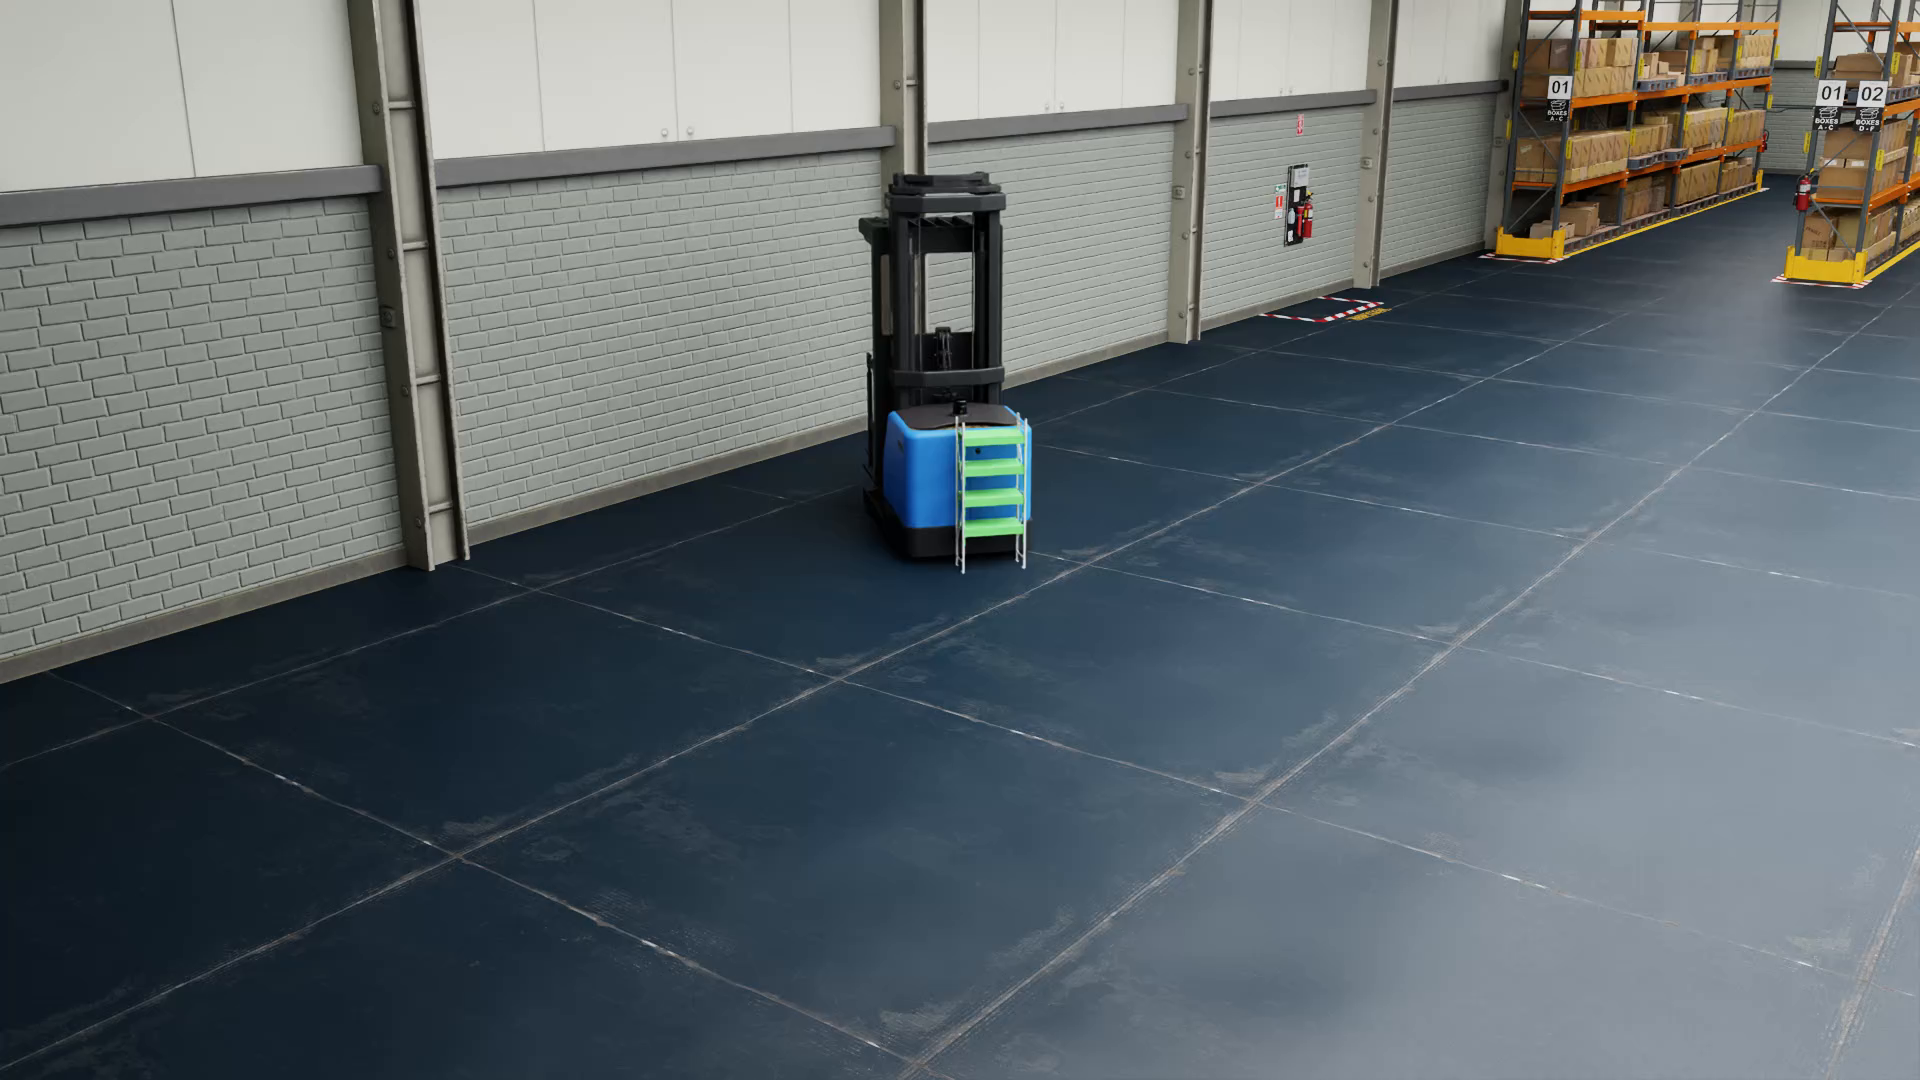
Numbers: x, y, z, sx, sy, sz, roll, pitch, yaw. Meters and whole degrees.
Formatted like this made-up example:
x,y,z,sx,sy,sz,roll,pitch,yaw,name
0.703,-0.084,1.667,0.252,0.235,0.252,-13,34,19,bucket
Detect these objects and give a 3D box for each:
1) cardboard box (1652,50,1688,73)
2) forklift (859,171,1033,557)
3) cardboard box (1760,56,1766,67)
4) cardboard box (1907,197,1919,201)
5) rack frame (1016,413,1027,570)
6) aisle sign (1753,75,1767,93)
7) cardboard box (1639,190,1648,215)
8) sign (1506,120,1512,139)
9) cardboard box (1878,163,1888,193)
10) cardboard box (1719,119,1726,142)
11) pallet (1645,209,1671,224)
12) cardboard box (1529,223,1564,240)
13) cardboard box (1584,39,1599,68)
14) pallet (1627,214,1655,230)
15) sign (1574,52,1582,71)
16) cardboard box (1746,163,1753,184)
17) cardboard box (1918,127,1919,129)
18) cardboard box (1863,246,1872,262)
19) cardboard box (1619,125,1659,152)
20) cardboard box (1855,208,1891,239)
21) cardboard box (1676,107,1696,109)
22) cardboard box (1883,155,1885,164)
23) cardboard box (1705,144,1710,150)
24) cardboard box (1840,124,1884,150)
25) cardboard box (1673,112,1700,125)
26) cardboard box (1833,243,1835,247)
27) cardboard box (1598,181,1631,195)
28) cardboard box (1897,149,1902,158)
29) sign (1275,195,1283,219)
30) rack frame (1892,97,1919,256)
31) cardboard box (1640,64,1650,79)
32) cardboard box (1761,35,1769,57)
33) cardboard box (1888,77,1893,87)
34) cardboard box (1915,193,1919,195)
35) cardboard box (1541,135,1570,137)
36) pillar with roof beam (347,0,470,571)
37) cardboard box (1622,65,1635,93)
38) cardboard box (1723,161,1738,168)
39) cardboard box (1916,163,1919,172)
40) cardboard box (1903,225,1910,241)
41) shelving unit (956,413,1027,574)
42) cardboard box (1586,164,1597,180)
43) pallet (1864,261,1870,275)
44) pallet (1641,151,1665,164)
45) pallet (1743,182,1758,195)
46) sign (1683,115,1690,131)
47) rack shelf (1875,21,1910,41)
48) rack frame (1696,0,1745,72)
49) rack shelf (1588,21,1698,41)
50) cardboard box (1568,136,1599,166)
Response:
x,y,z,sx,sy,sz,roll,pitch,yaw,name
15.437,-10.380,36.143,0.700,0.500,0.500,11,20,30,cardboard box
-0.241,-1.659,14.143,1.130,2.935,3.031,-4,18,-12,forklift
19.434,-11.735,40.794,0.500,0.250,0.500,11,21,33,cardboard box
19.066,-6.679,33.175,0.500,0.311,0.500,13,22,36,cardboard box
0.477,-0.376,12.931,0.015,1.200,0.240,-4,18,-12,rack frame
20.250,-11.677,41.906,0.394,0.787,0.004,12,21,35,aisle sign
14.139,-7.176,35.268,0.700,0.500,0.500,12,21,34,cardboard box
9.999,-7.468,30.248,0.100,0.325,0.005,12,21,35,sign
15.622,-6.312,28.844,0.700,0.500,0.500,13,22,36,cardboard box
17.510,-9.564,38.779,0.500,0.500,0.500,12,21,34,cardboard box
14.733,-7.049,36.086,1.003,0.211,1.213,12,21,35,pallet
10.917,-5.736,30.948,0.500,0.311,0.500,10,20,29,cardboard box
11.197,-8.788,30.037,0.500,0.500,0.500,12,21,34,cardboard box
14.005,-6.759,35.154,1.003,0.211,1.213,12,21,35,pallet
10.869,-8.415,29.252,0.100,0.325,0.005,12,21,35,sign
19.630,-9.294,42.121,0.700,0.500,0.500,12,21,35,cardboard box
20.163,-8.294,34.518,0.500,0.500,0.700,-15,23,-40,cardboard box
15.207,-4.882,28.335,0.500,0.250,0.500,12,21,35,cardboard box
14.203,-8.410,34.856,0.700,0.500,0.500,12,21,35,cardboard box
16.094,-5.599,29.379,0.500,0.500,0.500,12,21,35,cardboard box
16.793,-9.887,38.556,0.500,0.250,0.500,13,21,35,cardboard box
15.434,-6.445,28.179,0.380,0.149,0.250,12,21,33,cardboard box
16.978,-9.040,38.187,0.380,0.149,0.250,12,21,35,cardboard box
15.042,-6.701,27.910,0.700,0.500,0.500,12,21,33,cardboard box
15.997,-9.314,36.712,0.500,0.250,0.500,12,21,34,cardboard box
14.784,-4.975,28.634,0.500,0.250,0.500,12,21,35,cardboard box
13.501,-7.272,34.311,0.500,0.250,0.500,12,21,34,cardboard box
16.504,-6.873,29.555,0.380,0.149,0.250,12,21,33,cardboard box
4.665,-4.873,24.318,0.001,0.329,0.234,12,21,35,sign
16.797,-6.739,30.387,1.000,3.000,0.127,12,21,35,rack frame
13.573,-9.467,33.555,0.500,0.311,0.500,13,22,36,cardboard box
19.442,-12.099,40.701,0.500,0.500,0.500,13,22,36,cardboard box
15.256,-7.615,27.630,0.380,0.149,0.250,12,21,35,cardboard box
19.988,-6.892,34.352,0.500,0.500,0.500,12,21,33,cardboard box
11.155,-7.349,31.305,0.500,0.500,0.500,12,21,33,cardboard box
-0.687,-3.368,9.417,9.100,9.000,0.400,12,21,35,pillar with roof beam
12.712,-8.939,32.210,0.500,0.500,0.500,13,22,36,cardboard box
18.772,-9.169,40.625,0.380,0.149,0.250,12,21,33,cardboard box
18.866,-7.309,32.645,0.380,0.149,0.250,12,21,35,cardboard box
17.542,-5.800,31.292,0.500,0.250,0.500,13,22,36,cardboard box
0.239,-0.360,12.879,0.503,1.200,0.258,-4,18,-12,shelving unit
11.585,-6.905,31.142,0.500,0.250,0.500,12,21,34,cardboard box
14.835,-4.644,28.343,1.003,0.211,1.213,12,21,35,pallet
14.053,-7.996,34.758,1.003,0.211,1.213,12,21,35,pallet
19.553,-8.936,42.162,1.003,0.211,1.213,12,21,35,pallet
15.641,-8.988,35.809,0.100,0.325,0.005,12,21,35,sign
17.988,-9.546,31.197,1.077,0.370,4.000,12,21,35,rack shelf
17.583,-12.384,38.449,1.000,3.000,0.127,12,21,35,rack frame
14.008,-10.420,34.013,1.077,0.370,4.000,12,21,35,rack shelf
11.574,-7.255,31.004,0.500,0.500,0.500,12,21,33,cardboard box
